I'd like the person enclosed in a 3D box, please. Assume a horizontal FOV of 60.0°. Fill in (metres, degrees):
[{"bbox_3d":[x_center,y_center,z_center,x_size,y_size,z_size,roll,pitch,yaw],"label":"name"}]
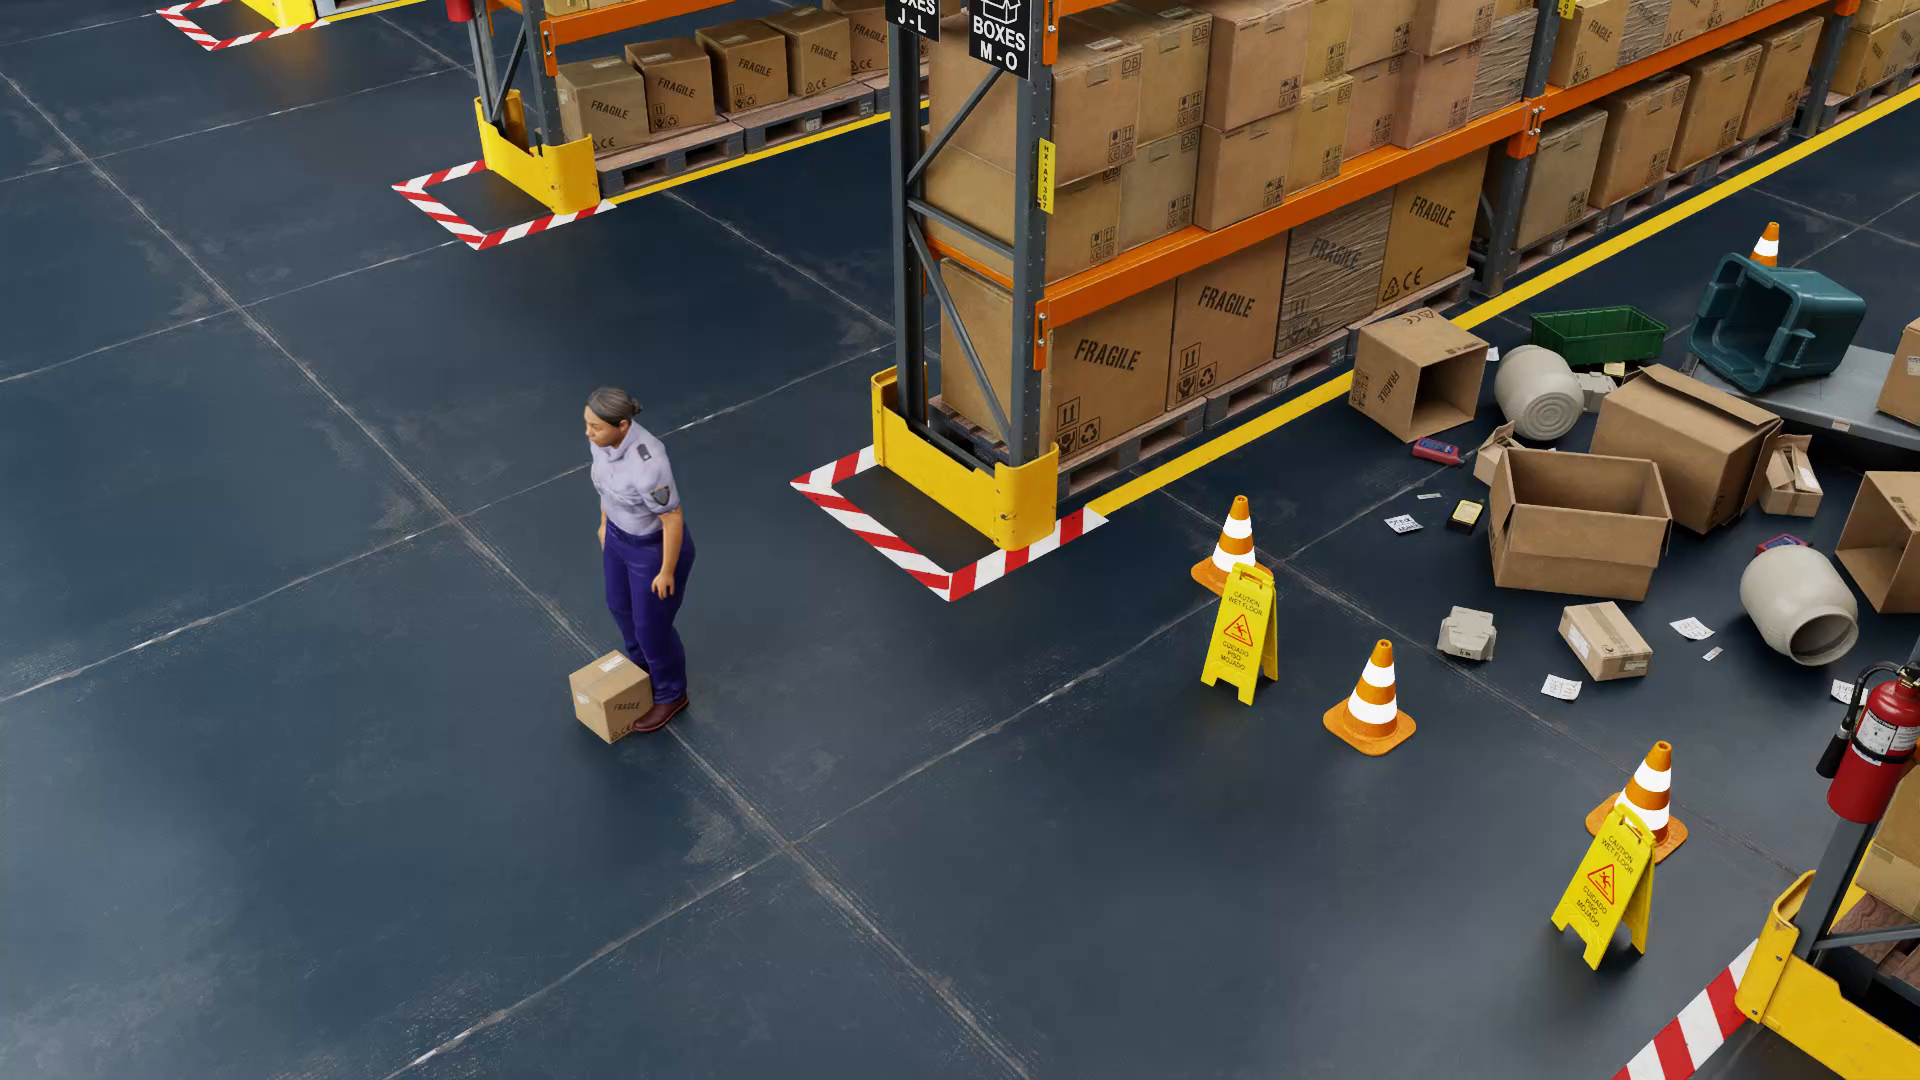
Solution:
[{"bbox_3d":[-1.365,0.042,7.024,0.414,1.651,0.545,-27,44,-32],"label":"person"}]
